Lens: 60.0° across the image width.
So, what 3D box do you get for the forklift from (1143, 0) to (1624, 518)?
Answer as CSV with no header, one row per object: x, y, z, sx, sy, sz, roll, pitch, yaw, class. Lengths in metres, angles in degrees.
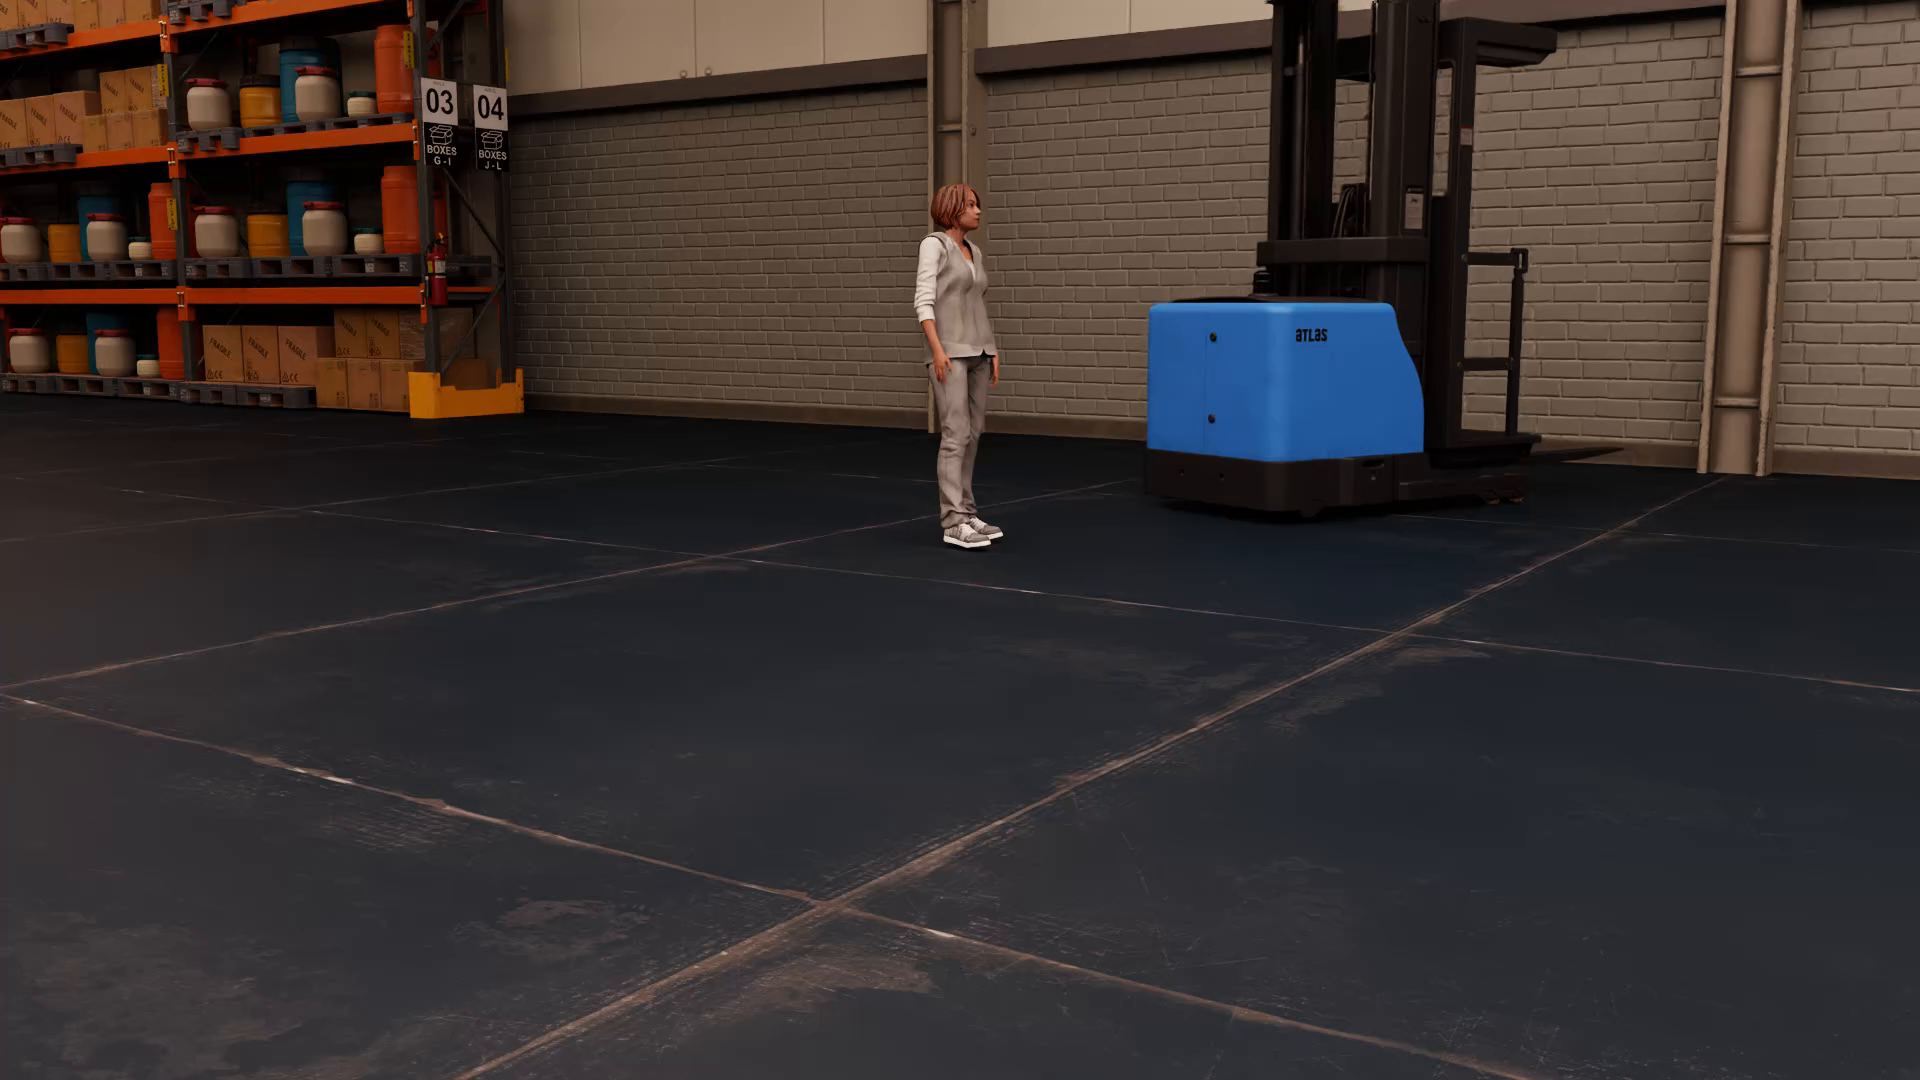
2.483,-1.692,9.091,3.031,2.935,1.130,-5,10,-33,forklift

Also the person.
0.053,-0.791,7.437,0.474,1.598,0.519,5,10,34,person
